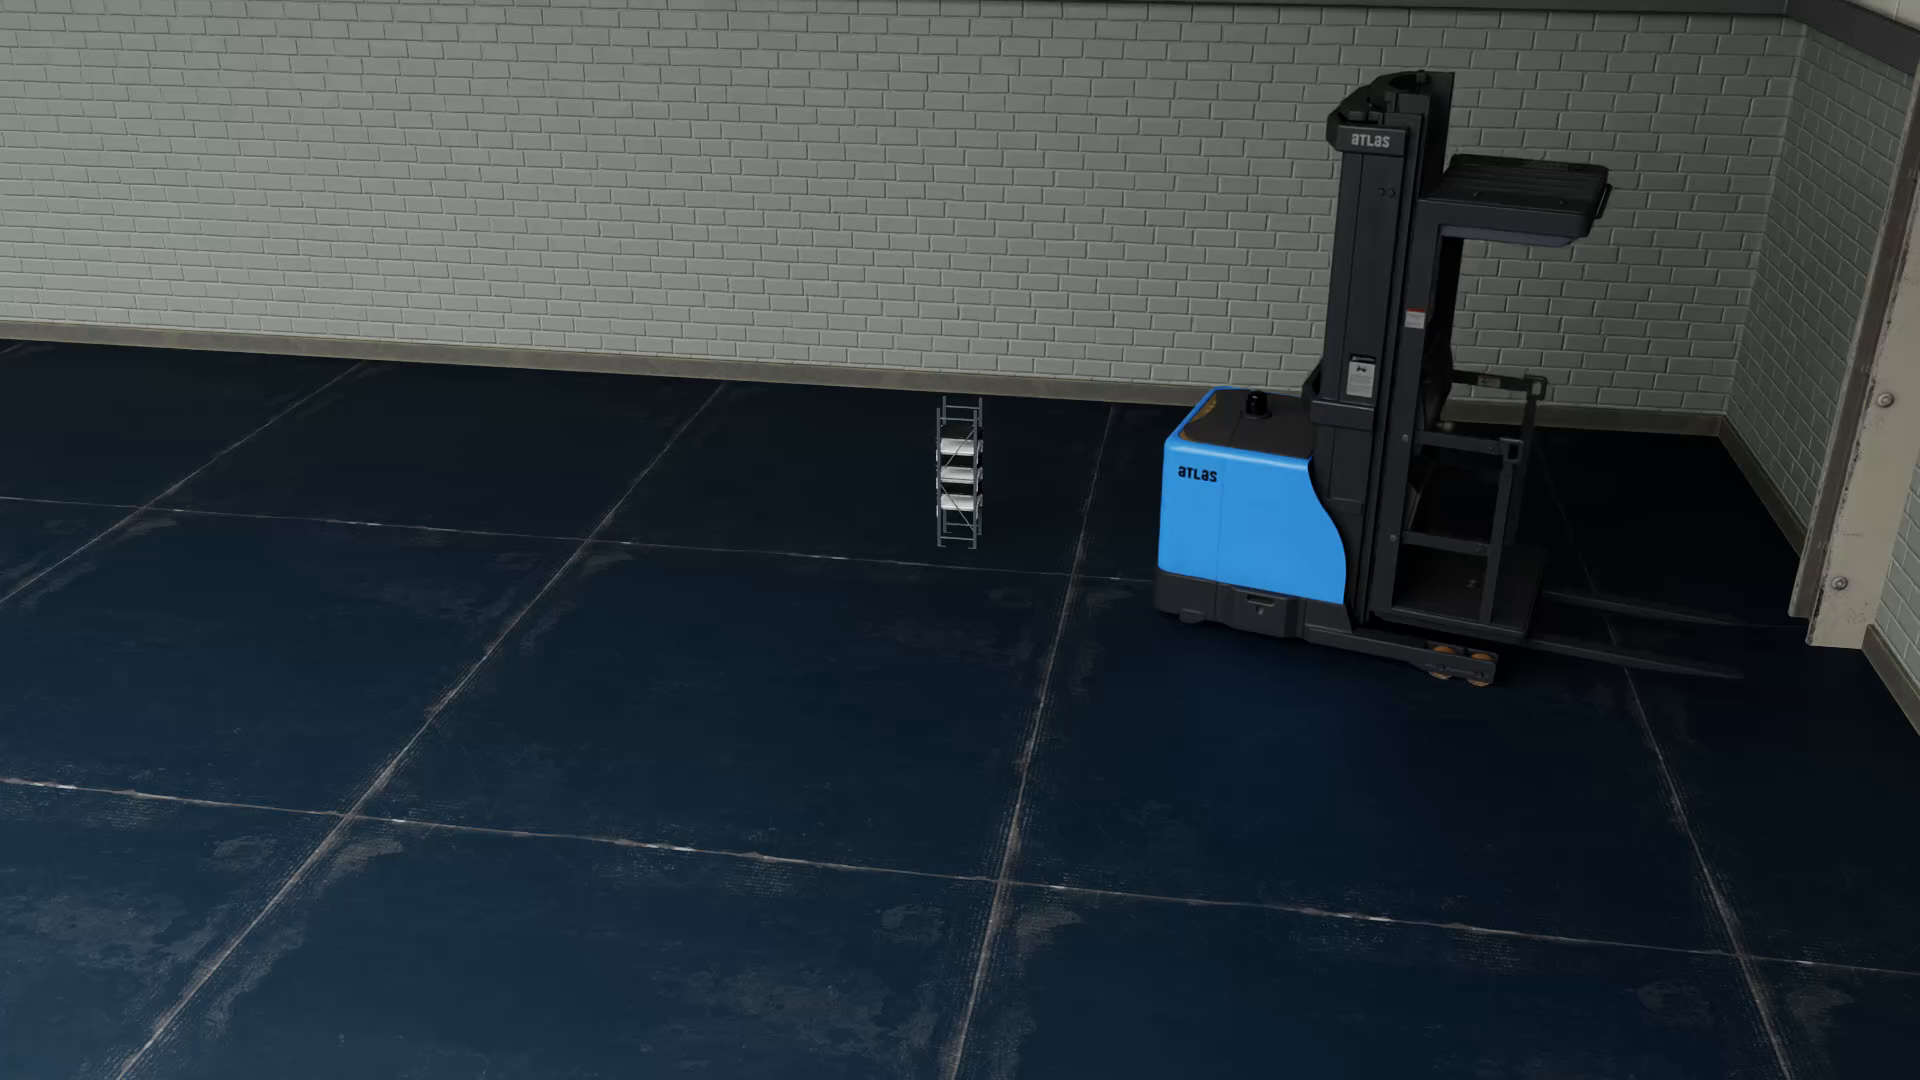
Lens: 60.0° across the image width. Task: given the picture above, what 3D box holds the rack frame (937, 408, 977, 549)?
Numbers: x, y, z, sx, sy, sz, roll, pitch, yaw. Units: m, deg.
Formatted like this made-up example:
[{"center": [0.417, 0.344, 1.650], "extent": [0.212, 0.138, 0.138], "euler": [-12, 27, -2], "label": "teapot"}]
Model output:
[{"center": [-0.018, -0.362, 9.961], "extent": [0.240, 0.900, 0.006], "euler": [4, 25, 9], "label": "rack frame"}]

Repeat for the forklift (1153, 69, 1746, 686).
[{"center": [2.644, -0.826, 8.556], "extent": [3.031, 2.935, 1.130], "euler": [11, 27, 21], "label": "forklift"}]

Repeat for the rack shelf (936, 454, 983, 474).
[{"center": [-0.001, -0.455, 10.028], "extent": [0.258, 0.077, 0.200], "euler": [4, 25, 9], "label": "rack shelf"}]

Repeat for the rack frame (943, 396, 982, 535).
[{"center": [0.015, -0.447, 10.143], "extent": [0.240, 0.900, 0.006], "euler": [4, 25, 9], "label": "rack frame"}]

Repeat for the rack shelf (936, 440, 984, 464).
[{"center": [-0.001, -0.537, 9.990], "extent": [0.258, 0.077, 0.200], "euler": [4, 25, 9], "label": "rack shelf"}]

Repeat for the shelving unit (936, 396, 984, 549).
[{"center": [-0.001, -0.404, 10.052], "extent": [0.258, 0.900, 0.210], "euler": [4, 25, 9], "label": "shelving unit"}]

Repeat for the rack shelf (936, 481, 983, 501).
[{"center": [-0.001, -0.292, 10.104], "extent": [0.258, 0.077, 0.200], "euler": [4, 25, 9], "label": "rack shelf"}]

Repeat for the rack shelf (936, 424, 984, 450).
[{"center": [-0.001, -0.619, 9.952], "extent": [0.258, 0.077, 0.200], "euler": [4, 25, 9], "label": "rack shelf"}]

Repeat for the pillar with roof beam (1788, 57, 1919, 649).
[{"center": [0.542, -3.876, 7.915], "extent": [9.100, 9.000, 0.400], "euler": [4, 25, 9], "label": "pillar with roof beam"}]

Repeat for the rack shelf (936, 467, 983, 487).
[{"center": [-0.001, -0.374, 10.066], "extent": [0.258, 0.077, 0.200], "euler": [4, 25, 9], "label": "rack shelf"}]

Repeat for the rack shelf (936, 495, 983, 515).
[{"center": [-0.001, -0.211, 10.142], "extent": [0.258, 0.077, 0.200], "euler": [4, 25, 9], "label": "rack shelf"}]
